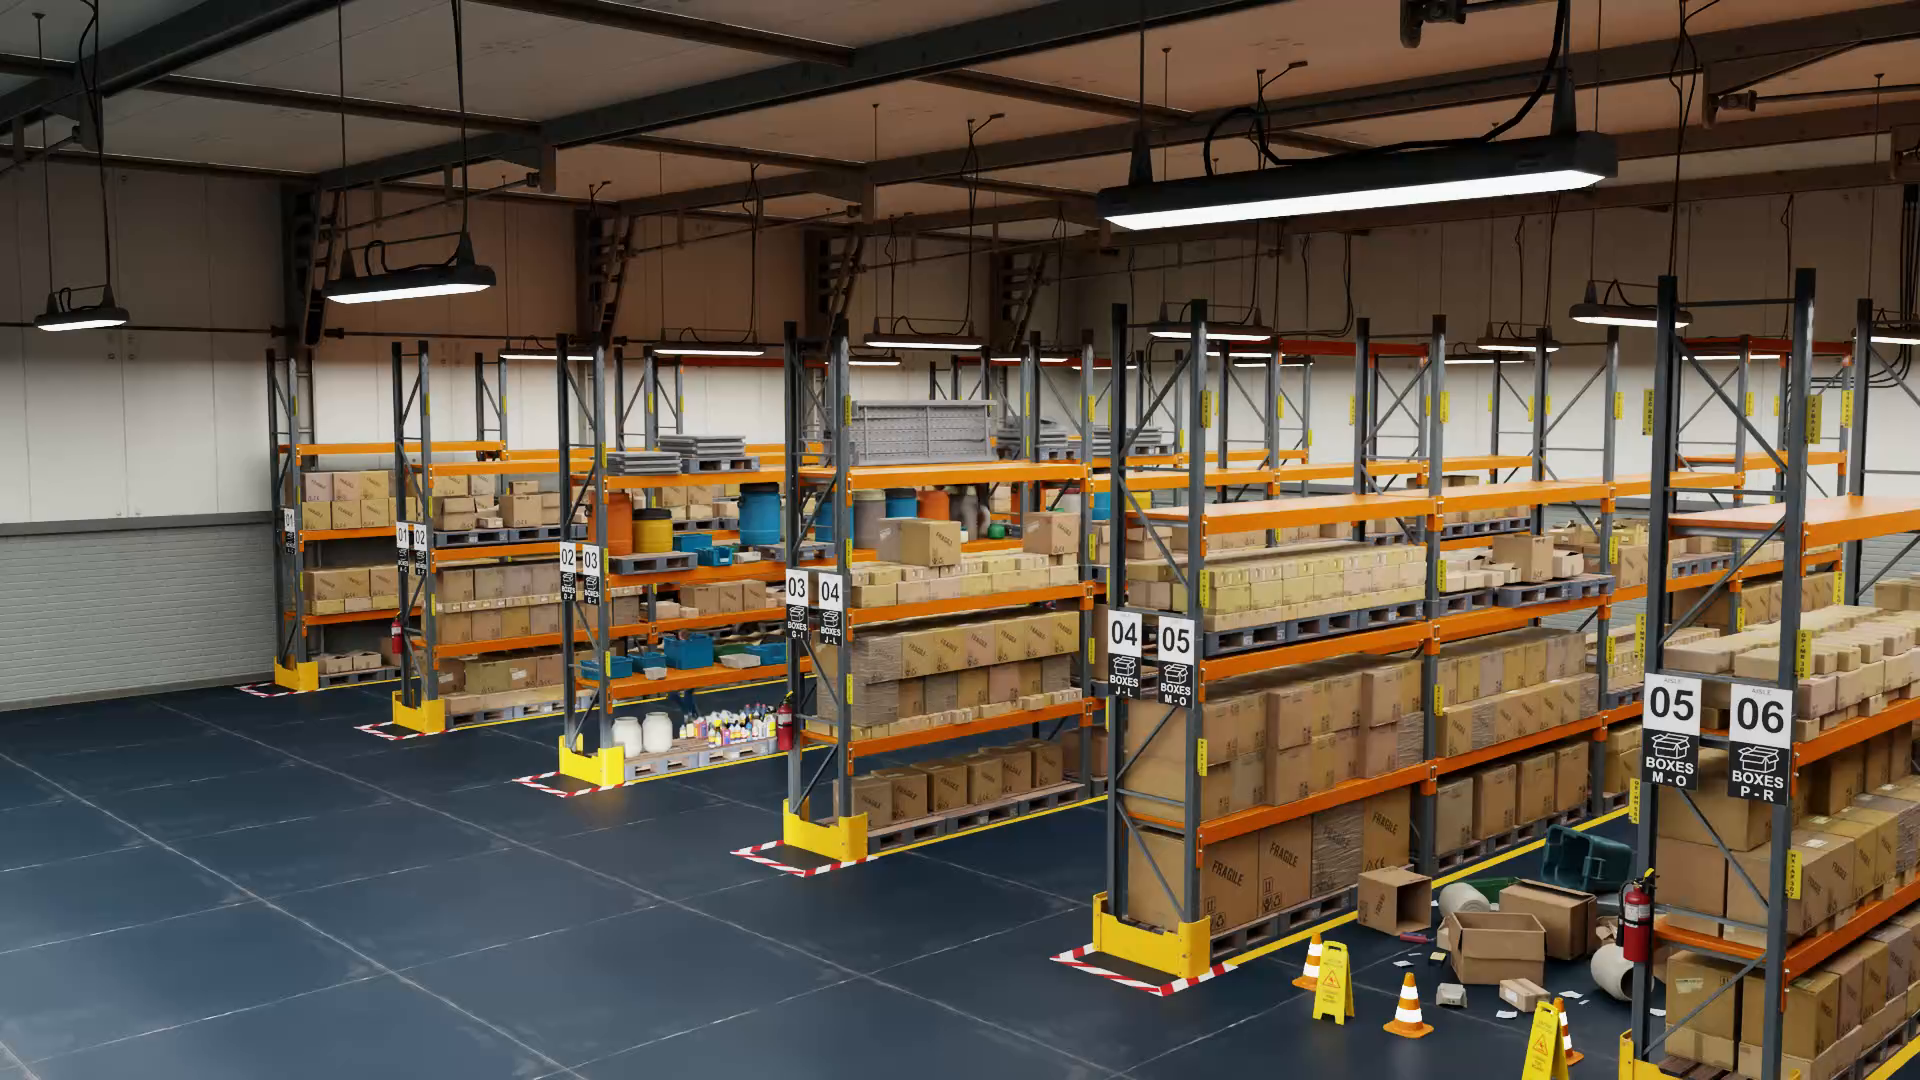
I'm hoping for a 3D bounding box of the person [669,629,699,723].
[{"bbox_3d":[-4.286,2.141,25.881,0.623,1.557,0.599,3,6,32],"label":"person"}]

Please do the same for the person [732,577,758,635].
[{"bbox_3d":[-4.157,1.544,32.573,0.495,1.670,0.781,4,7,41],"label":"person"}]
